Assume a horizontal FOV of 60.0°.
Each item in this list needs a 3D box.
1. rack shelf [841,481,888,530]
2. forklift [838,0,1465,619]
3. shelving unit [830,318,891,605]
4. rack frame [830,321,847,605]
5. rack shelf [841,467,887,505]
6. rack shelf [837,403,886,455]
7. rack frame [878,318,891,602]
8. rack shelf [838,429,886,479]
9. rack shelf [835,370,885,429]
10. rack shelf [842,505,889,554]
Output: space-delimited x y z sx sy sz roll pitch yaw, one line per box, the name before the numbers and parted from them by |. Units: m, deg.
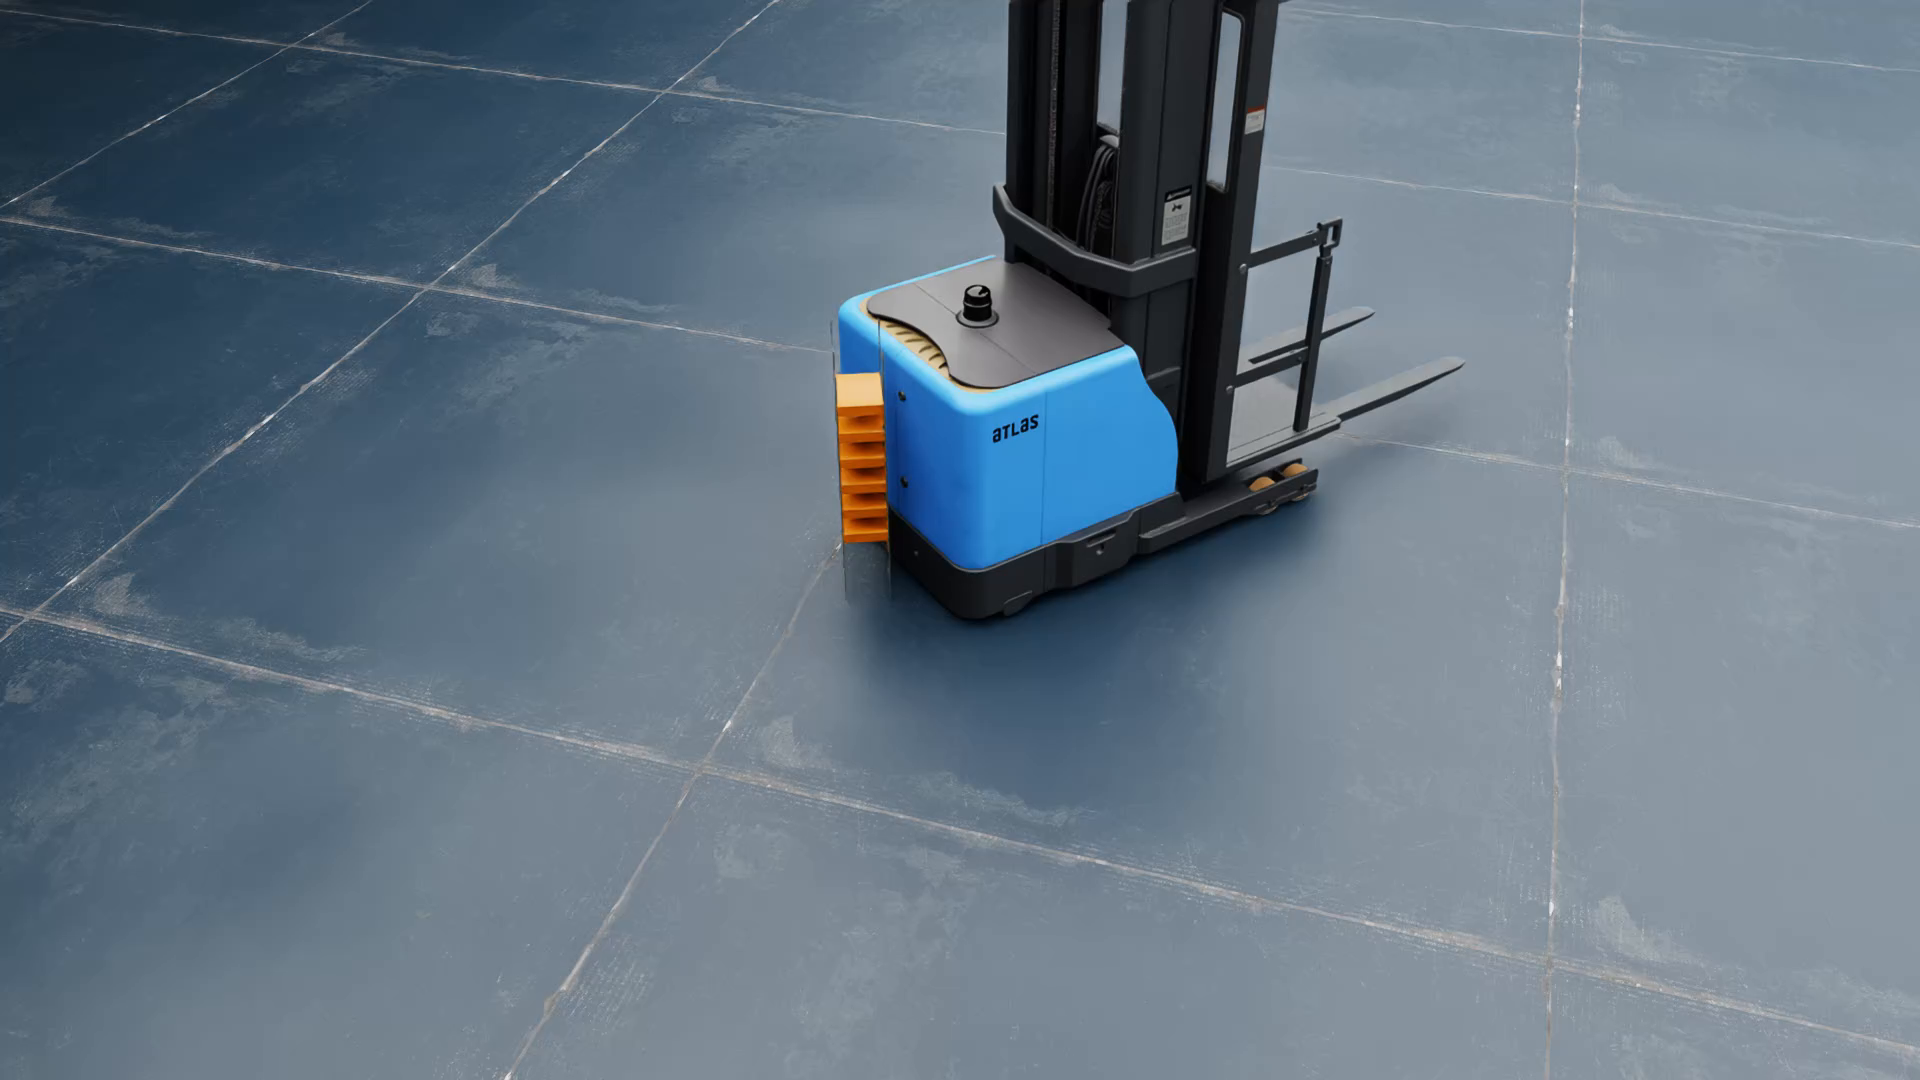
rack shelf | -0.391 -0.159 6.732 0.180 0.103 0.258 -3 36 -5
forklift | 1.001 -1.534 6.861 3.031 2.935 1.130 -21 41 -26
shelving unit | -0.391 -0.292 6.634 0.189 1.200 0.258 -3 36 -5
rack frame | -0.482 -0.286 6.627 0.006 1.200 0.240 -3 36 -5
rack shelf | -0.391 -0.256 6.661 0.180 0.103 0.258 -3 36 -5
rack shelf | -0.391 -0.449 6.518 0.180 0.103 0.258 -3 36 -5
rack frame | -0.300 -0.297 6.642 0.006 1.200 0.240 -3 36 -5
rack shelf | -0.391 -0.353 6.590 0.180 0.103 0.258 -3 36 -5
rack shelf | -0.391 -0.546 6.447 0.180 0.103 0.258 -3 36 -5
rack shelf | -0.391 -0.063 6.803 0.180 0.103 0.258 -3 36 -5
